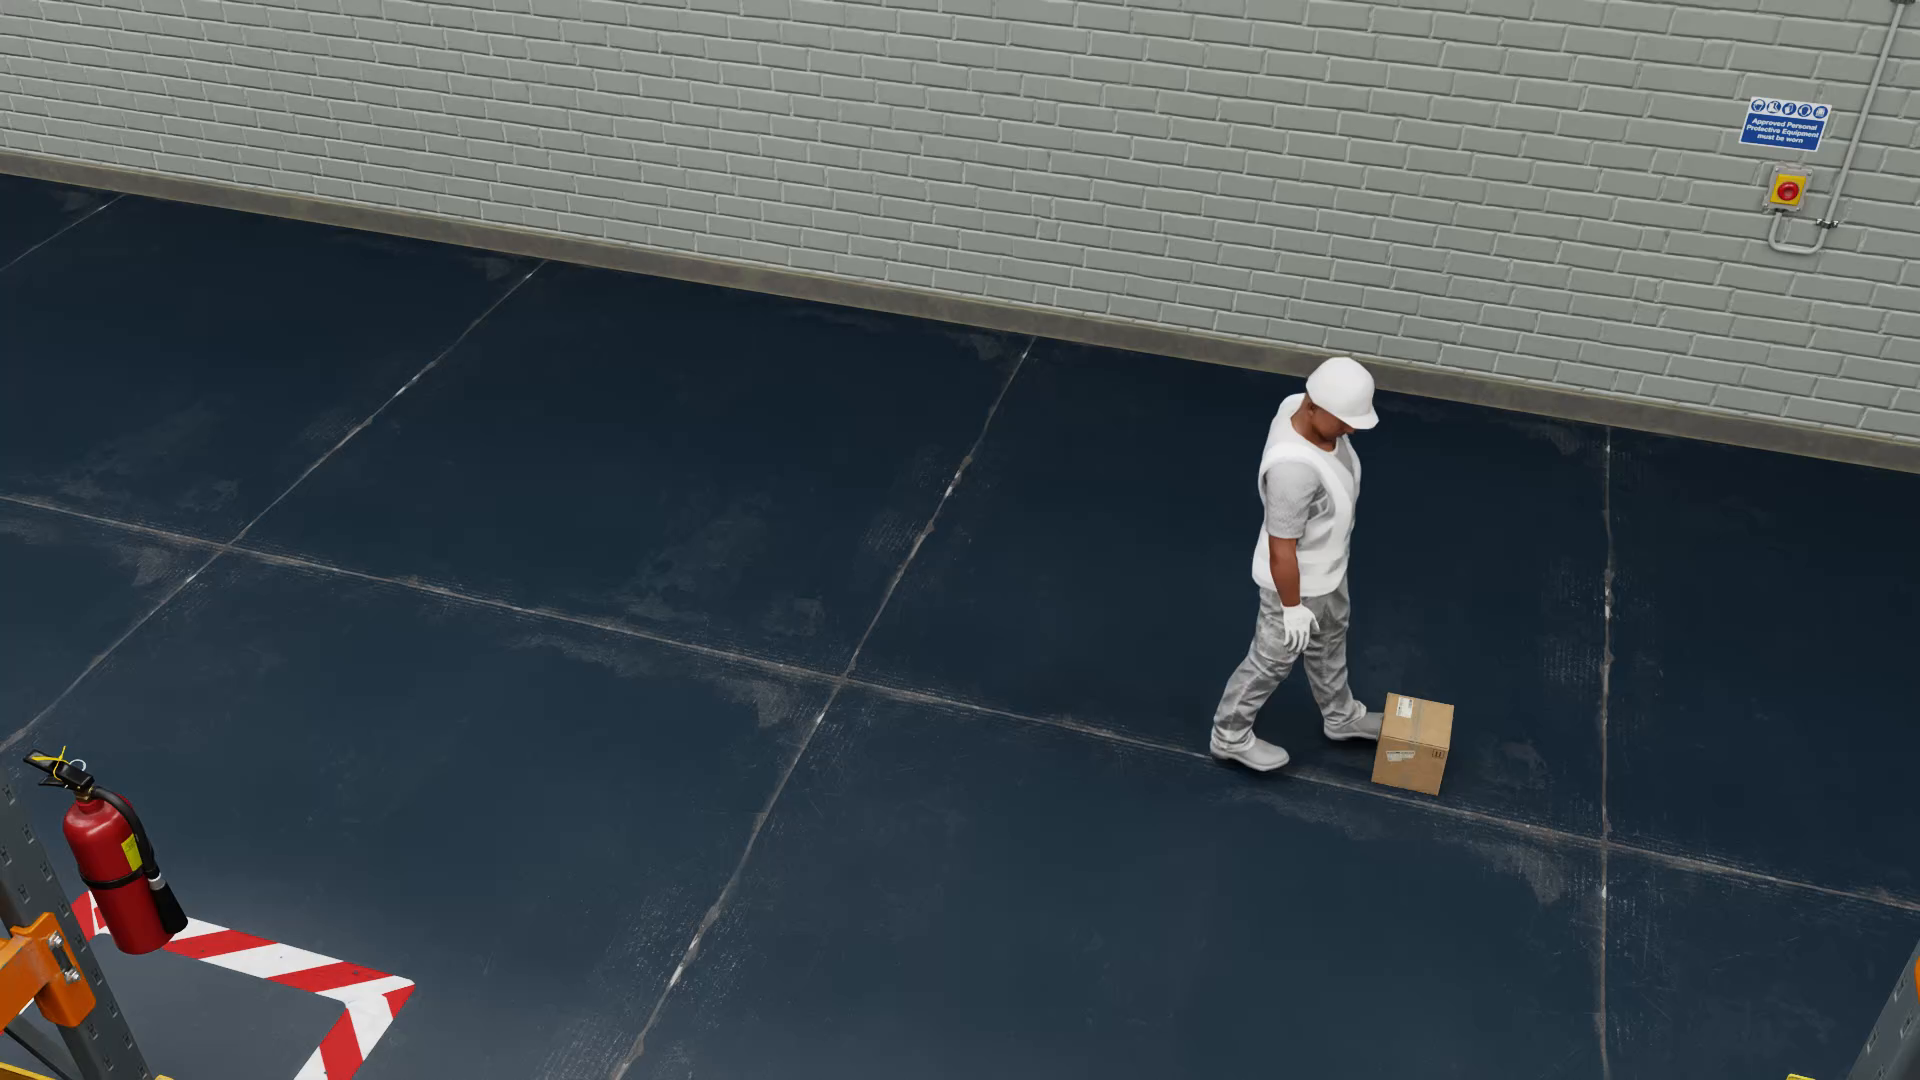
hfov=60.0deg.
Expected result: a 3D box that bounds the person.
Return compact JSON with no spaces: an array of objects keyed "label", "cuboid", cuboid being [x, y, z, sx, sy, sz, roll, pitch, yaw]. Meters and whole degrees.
[{"label":"person","cuboid":[1.219,-0.179,5.755,0.362,1.054,0.615,11,38,14]}]
